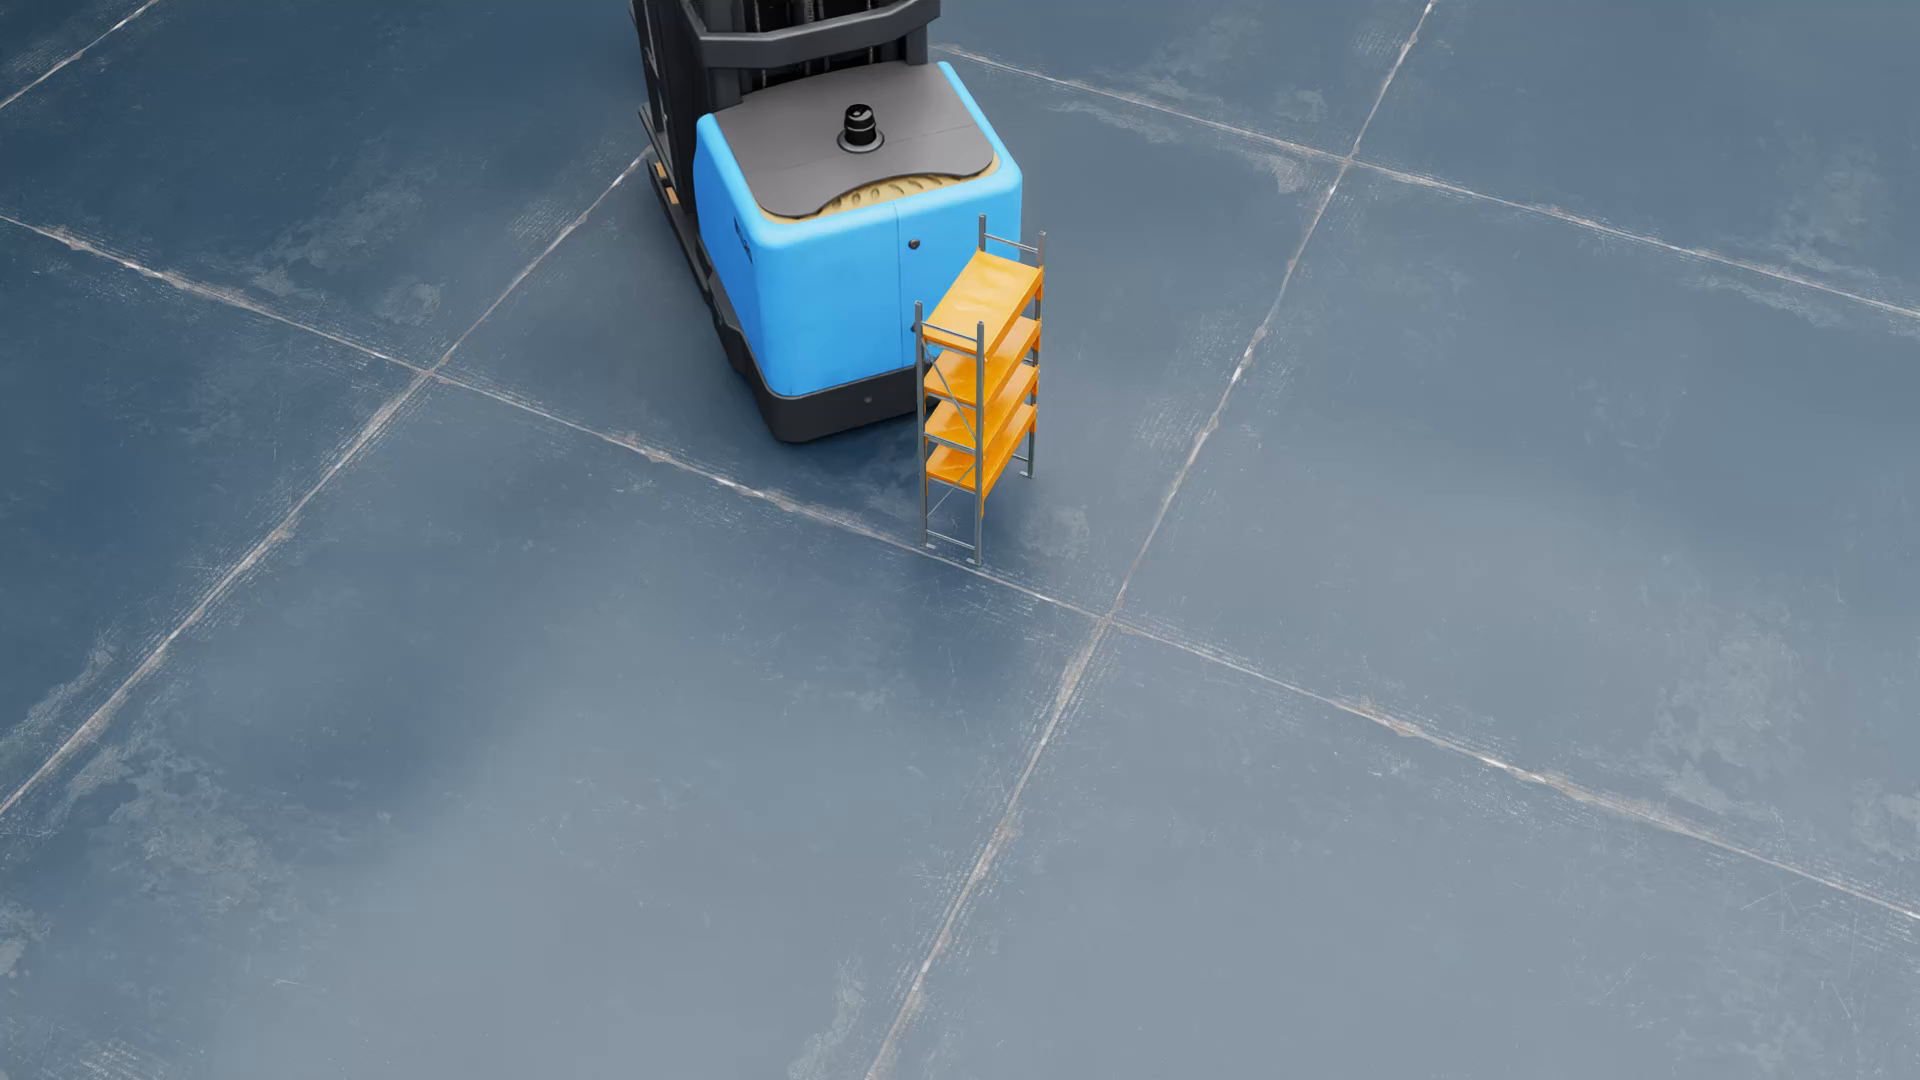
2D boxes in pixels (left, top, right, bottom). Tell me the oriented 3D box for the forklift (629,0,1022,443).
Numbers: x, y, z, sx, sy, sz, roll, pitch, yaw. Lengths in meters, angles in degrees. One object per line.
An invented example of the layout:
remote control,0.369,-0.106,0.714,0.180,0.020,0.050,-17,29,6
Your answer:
forklift,-0.767,-2.477,6.433,1.130,2.935,3.031,-17,52,-14

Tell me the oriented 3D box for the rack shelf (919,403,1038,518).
rack shelf,0.071,-0.331,6.092,0.258,0.148,0.480,20,52,16

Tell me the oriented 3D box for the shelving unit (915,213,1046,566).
shelving unit,0.071,-0.503,5.890,0.258,1.200,0.503,20,52,16

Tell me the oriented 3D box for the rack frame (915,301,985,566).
rack frame,-0.034,-0.335,5.747,0.240,1.200,0.015,20,52,16

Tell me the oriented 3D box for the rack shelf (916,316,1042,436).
rack shelf,0.071,-0.604,5.771,0.258,0.148,0.480,20,52,16

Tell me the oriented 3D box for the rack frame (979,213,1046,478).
rack frame,0.175,-0.671,6.033,0.240,1.200,0.015,20,52,16

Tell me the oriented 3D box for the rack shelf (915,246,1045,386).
rack shelf,0.071,-0.757,5.591,0.258,0.148,0.480,20,52,16

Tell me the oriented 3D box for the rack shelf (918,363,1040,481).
rack shelf,0.071,-0.459,5.941,0.258,0.148,0.480,20,52,16
